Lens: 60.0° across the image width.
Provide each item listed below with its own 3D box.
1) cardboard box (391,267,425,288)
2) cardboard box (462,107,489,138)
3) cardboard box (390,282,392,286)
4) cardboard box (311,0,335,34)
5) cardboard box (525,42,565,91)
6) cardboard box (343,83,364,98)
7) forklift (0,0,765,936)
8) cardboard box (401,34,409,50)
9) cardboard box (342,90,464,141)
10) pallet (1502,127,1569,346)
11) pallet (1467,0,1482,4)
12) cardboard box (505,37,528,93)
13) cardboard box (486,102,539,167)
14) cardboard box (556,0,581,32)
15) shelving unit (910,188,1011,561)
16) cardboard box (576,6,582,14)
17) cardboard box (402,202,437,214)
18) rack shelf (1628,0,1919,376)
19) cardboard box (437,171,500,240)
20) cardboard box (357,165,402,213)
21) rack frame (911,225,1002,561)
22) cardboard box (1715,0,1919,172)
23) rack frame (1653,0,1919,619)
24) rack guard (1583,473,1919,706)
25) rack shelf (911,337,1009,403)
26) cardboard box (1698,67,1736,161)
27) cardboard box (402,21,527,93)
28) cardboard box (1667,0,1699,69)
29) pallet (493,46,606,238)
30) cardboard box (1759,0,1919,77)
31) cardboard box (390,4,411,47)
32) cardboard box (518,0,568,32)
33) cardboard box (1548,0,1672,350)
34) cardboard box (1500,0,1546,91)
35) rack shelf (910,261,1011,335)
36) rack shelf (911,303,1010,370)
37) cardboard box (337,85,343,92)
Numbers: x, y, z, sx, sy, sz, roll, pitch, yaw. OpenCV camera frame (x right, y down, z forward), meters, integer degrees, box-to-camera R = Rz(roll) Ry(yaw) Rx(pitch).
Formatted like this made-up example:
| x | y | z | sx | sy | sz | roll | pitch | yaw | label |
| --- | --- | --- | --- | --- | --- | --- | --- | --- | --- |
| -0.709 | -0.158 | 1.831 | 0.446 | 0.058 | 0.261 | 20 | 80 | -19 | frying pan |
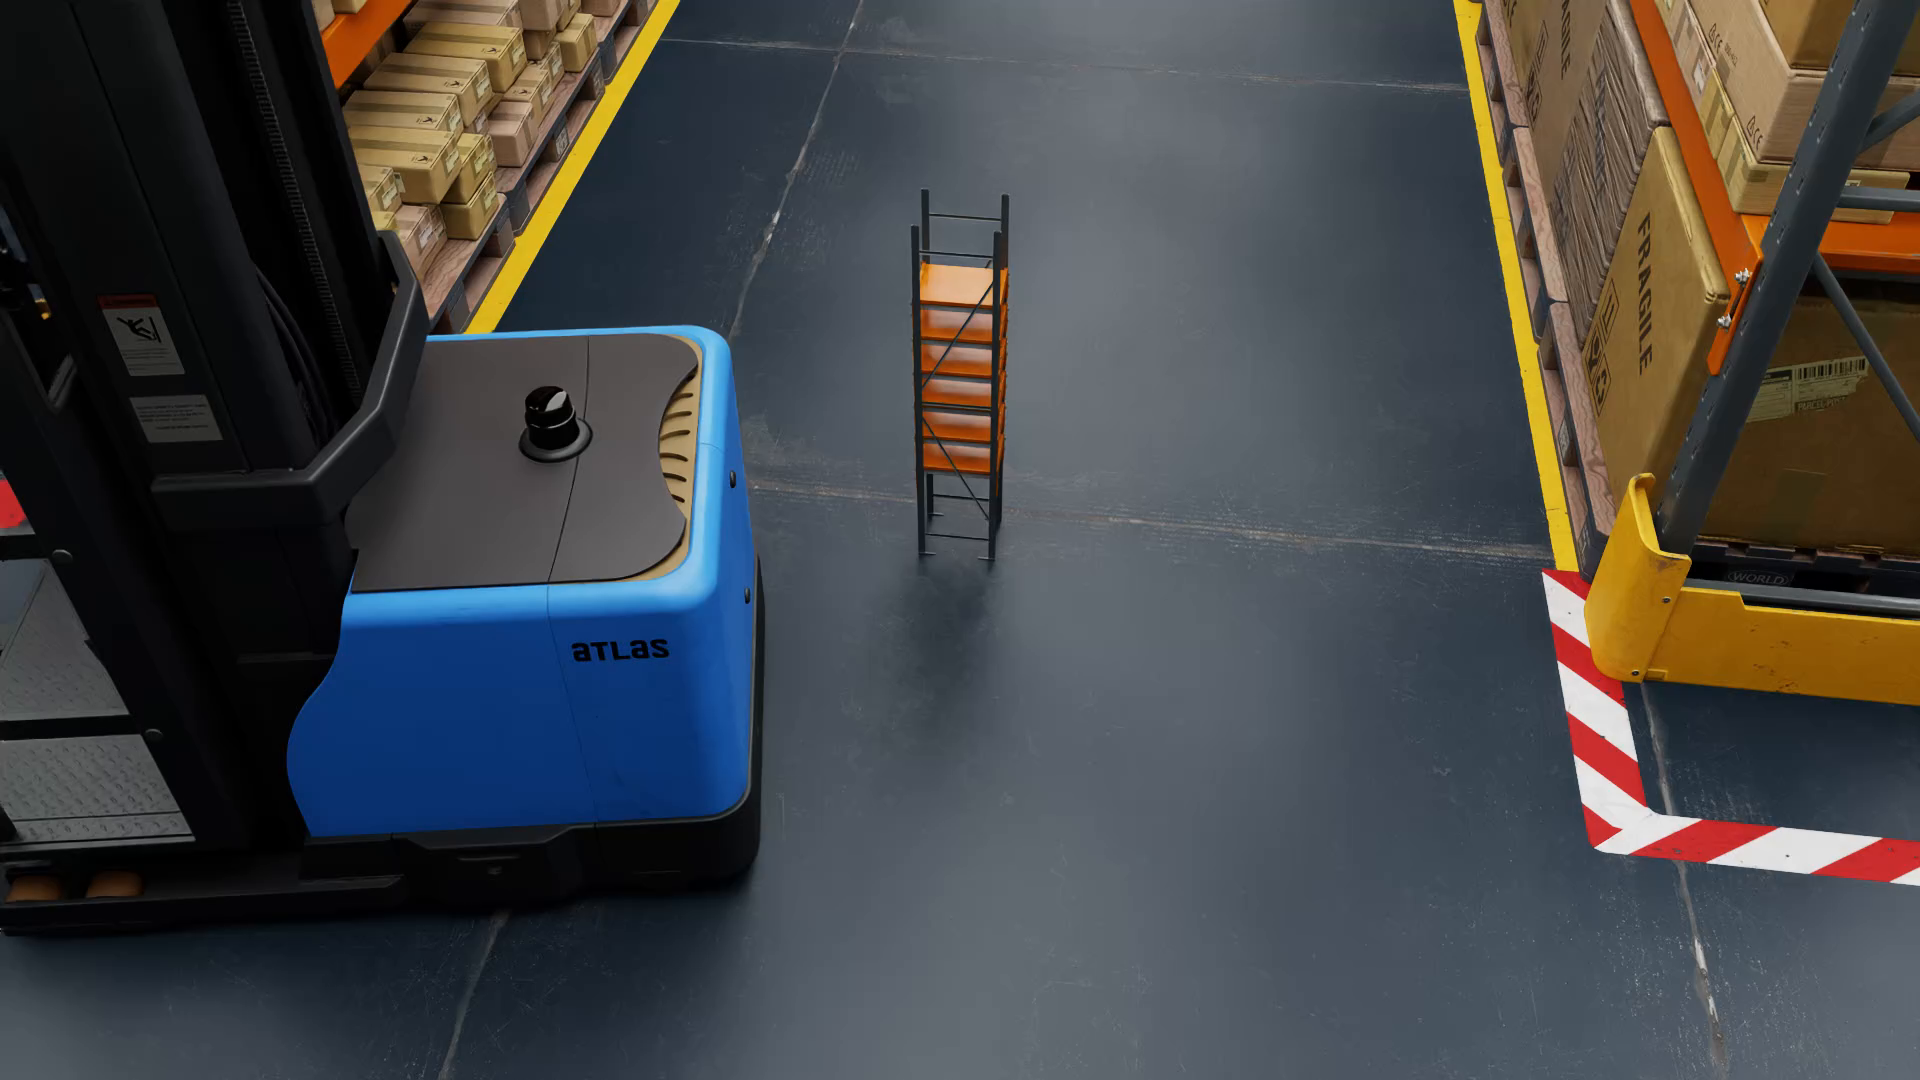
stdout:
| x | y | z | sx | sy | sz | roll | pitch | yaw | label |
| --- | --- | --- | --- | --- | --- | --- | --- | --- | --- |
| -2.109 | -0.918 | 5.806 | 0.380 | 0.149 | 0.250 | 5 | 44 | 5 | cardboard box |
| -2.006 | -1.557 | 6.264 | 0.380 | 0.149 | 0.250 | 3 | 44 | 3 | cardboard box |
| -2.126 | -0.846 | 5.514 | 0.380 | 0.149 | 0.250 | 7 | 44 | 7 | cardboard box |
| -2.089 | -1.564 | 4.903 | 0.380 | 0.149 | 0.250 | 7 | 44 | 7 | cardboard box |
| -1.872 | -1.955 | 6.901 | 0.380 | 0.149 | 0.250 | 6 | 44 | 6 | cardboard box |
| -2.487 | -1.779 | 6.499 | 0.380 | 0.149 | 0.250 | 7 | 44 | 8 | cardboard box |
| -2.060 | -0.446 | 3.589 | 3.031 | 2.935 | 1.130 | -3 | 44 | -3 | forklift |
| -2.421 | -2.135 | 6.875 | 0.380 | 0.149 | 0.250 | 5 | 44 | 5 | cardboard box |
| -2.015 | -1.482 | 5.969 | 0.380 | 0.149 | 0.250 | 3 | 44 | 3 | cardboard box |
| 2.646 | -1.136 | 6.296 | 1.003 | 0.211 | 1.213 | 5 | 44 | 6 | pallet |
| 3.010 | -3.014 | 8.279 | 1.003 | 0.211 | 1.213 | 5 | 44 | 6 | pallet |
| -1.966 | -1.929 | 6.657 | 0.380 | 0.149 | 0.250 | 7 | 44 | 7 | cardboard box |
| -1.882 | -1.597 | 6.523 | 0.380 | 0.149 | 0.250 | 3 | 44 | 3 | cardboard box |
| -1.833 | -2.288 | 7.036 | 0.380 | 0.149 | 0.250 | 6 | 44 | 7 | cardboard box |
| 0.002 | -0.446 | 4.848 | 0.258 | 1.200 | 0.189 | 5 | 44 | 6 | shelving unit |
| -1.878 | -2.308 | 7.274 | 0.380 | 0.149 | 0.250 | 4 | 44 | 4 | cardboard box |
| -2.089 | -1.202 | 5.890 | 0.380 | 0.149 | 0.250 | 6 | 44 | 6 | cardboard box |
| 2.718 | -1.869 | 5.566 | 1.077 | 0.370 | 4.000 | 5 | 44 | 6 | rack shelf |
| -1.941 | -1.252 | 6.159 | 0.380 | 0.149 | 0.250 | 6 | 44 | 6 | cardboard box |
| -2.126 | -1.145 | 5.613 | 0.380 | 0.149 | 0.250 | 6 | 44 | 6 | cardboard box |
| -0.010 | -0.383 | 4.782 | 0.240 | 1.200 | 0.006 | 5 | 44 | 6 | rack frame |
| 2.255 | -1.175 | 4.202 | 0.500 | 0.250 | 0.500 | 5 | 44 | 5 | cardboard box |
| 2.454 | -0.767 | 3.879 | 1.000 | 3.000 | 0.127 | 5 | 44 | 6 | rack frame |
| 2.451 | 0.157 | 4.721 | 1.175 | 0.500 | 0.348 | 5 | 44 | 6 | rack guard |
| 0.002 | -0.500 | 4.796 | 0.258 | 0.103 | 0.180 | 5 | 44 | 6 | rack shelf |
| 2.207 | -1.126 | 4.440 | 0.380 | 0.149 | 0.250 | 6 | 44 | 6 | cardboard box |
| -1.889 | -1.845 | 6.353 | 0.380 | 0.149 | 0.250 | 6 | 44 | 6 | cardboard box |
| 2.276 | -1.468 | 4.801 | 0.380 | 0.149 | 0.250 | 6 | 44 | 6 | cardboard box |
| -2.133 | -1.706 | 6.898 | 1.003 | 0.211 | 1.213 | 5 | 44 | 6 | pallet |
| 2.258 | -1.449 | 3.946 | 0.500 | 0.500 | 0.500 | 6 | 44 | 6 | cardboard box |
| -2.403 | -2.068 | 6.587 | 0.380 | 0.149 | 0.250 | 5 | 44 | 6 | cardboard box |
| -1.809 | -2.185 | 6.711 | 0.380 | 0.149 | 0.250 | 4 | 44 | 4 | cardboard box |
| 2.579 | -1.212 | 5.588 | 0.875 | 0.875 | 0.875 | 5 | 44 | 6 | cardboard box |
| 2.816 | -2.432 | 6.877 | 0.875 | 0.875 | 0.875 | 5 | 44 | 6 | cardboard box |
| 0.002 | -0.675 | 4.631 | 0.258 | 0.103 | 0.180 | 5 | 44 | 6 | rack shelf |
| 0.002 | -0.588 | 4.713 | 0.258 | 0.103 | 0.180 | 5 | 44 | 6 | rack shelf |
| -2.555 | -1.717 | 6.217 | 0.380 | 0.149 | 0.250 | 7 | 44 | 7 | cardboard box |
